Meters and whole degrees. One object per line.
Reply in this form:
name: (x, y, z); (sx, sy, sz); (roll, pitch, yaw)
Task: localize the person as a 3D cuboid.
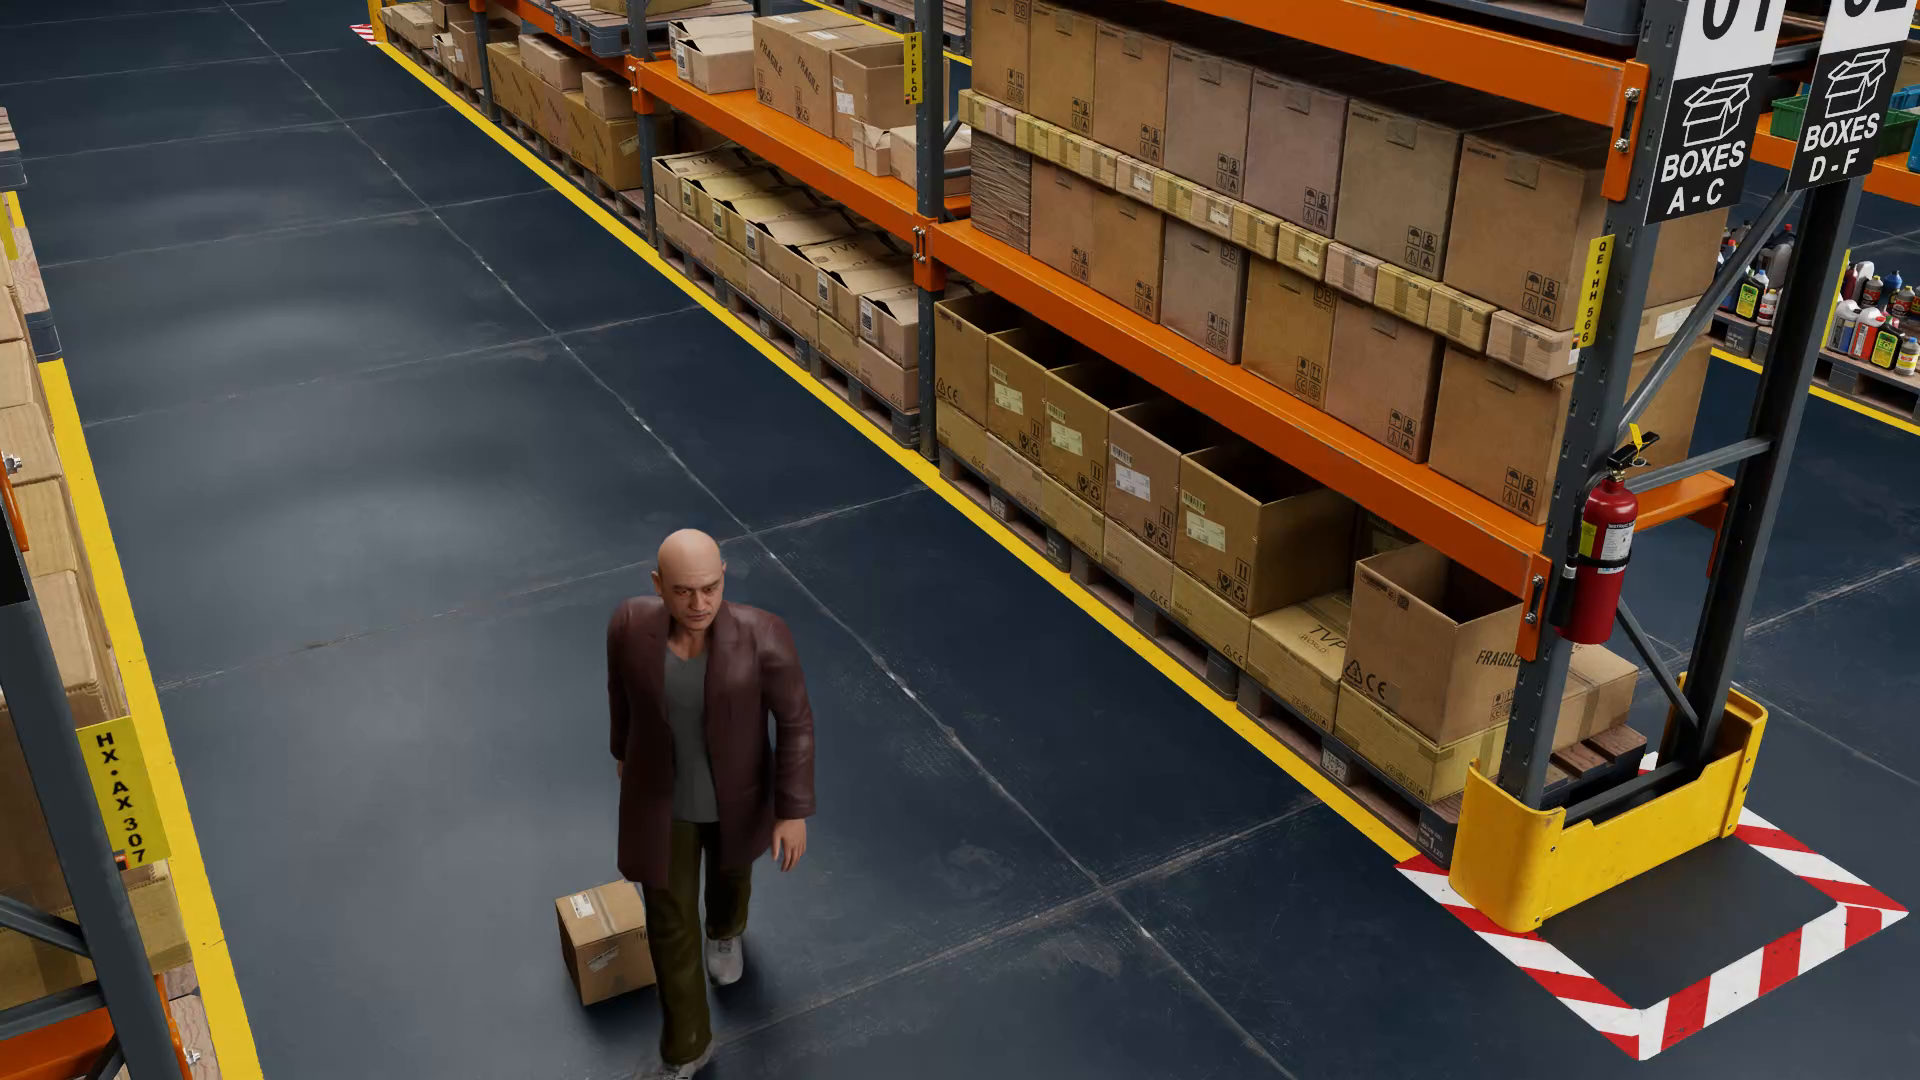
person: (-0.715, 0.728, 4.797); (0.608, 1.774, 0.916); (-2, 29, -4)
